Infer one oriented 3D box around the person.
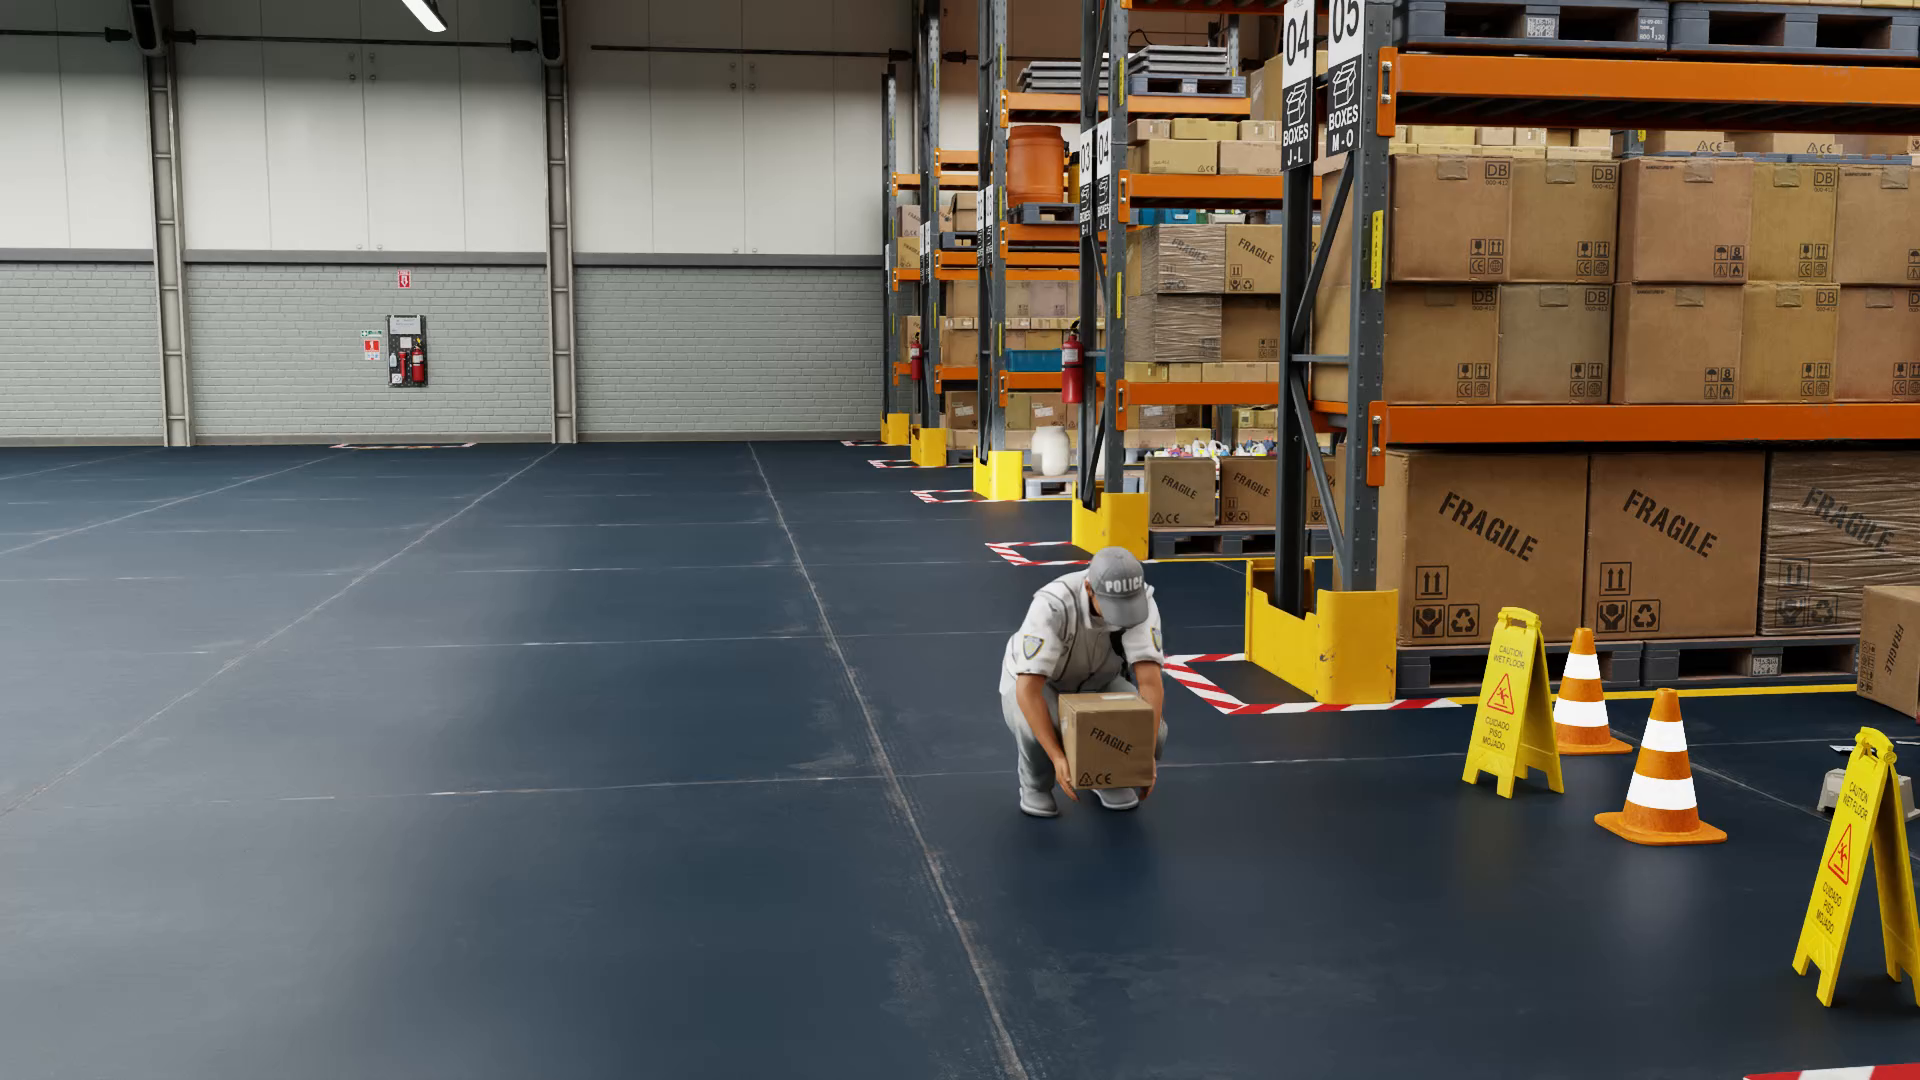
[{"bbox_3d":[0.413,0.460,5.581,0.525,0.939,0.842,-1,7,-9],"label":"person"}]
